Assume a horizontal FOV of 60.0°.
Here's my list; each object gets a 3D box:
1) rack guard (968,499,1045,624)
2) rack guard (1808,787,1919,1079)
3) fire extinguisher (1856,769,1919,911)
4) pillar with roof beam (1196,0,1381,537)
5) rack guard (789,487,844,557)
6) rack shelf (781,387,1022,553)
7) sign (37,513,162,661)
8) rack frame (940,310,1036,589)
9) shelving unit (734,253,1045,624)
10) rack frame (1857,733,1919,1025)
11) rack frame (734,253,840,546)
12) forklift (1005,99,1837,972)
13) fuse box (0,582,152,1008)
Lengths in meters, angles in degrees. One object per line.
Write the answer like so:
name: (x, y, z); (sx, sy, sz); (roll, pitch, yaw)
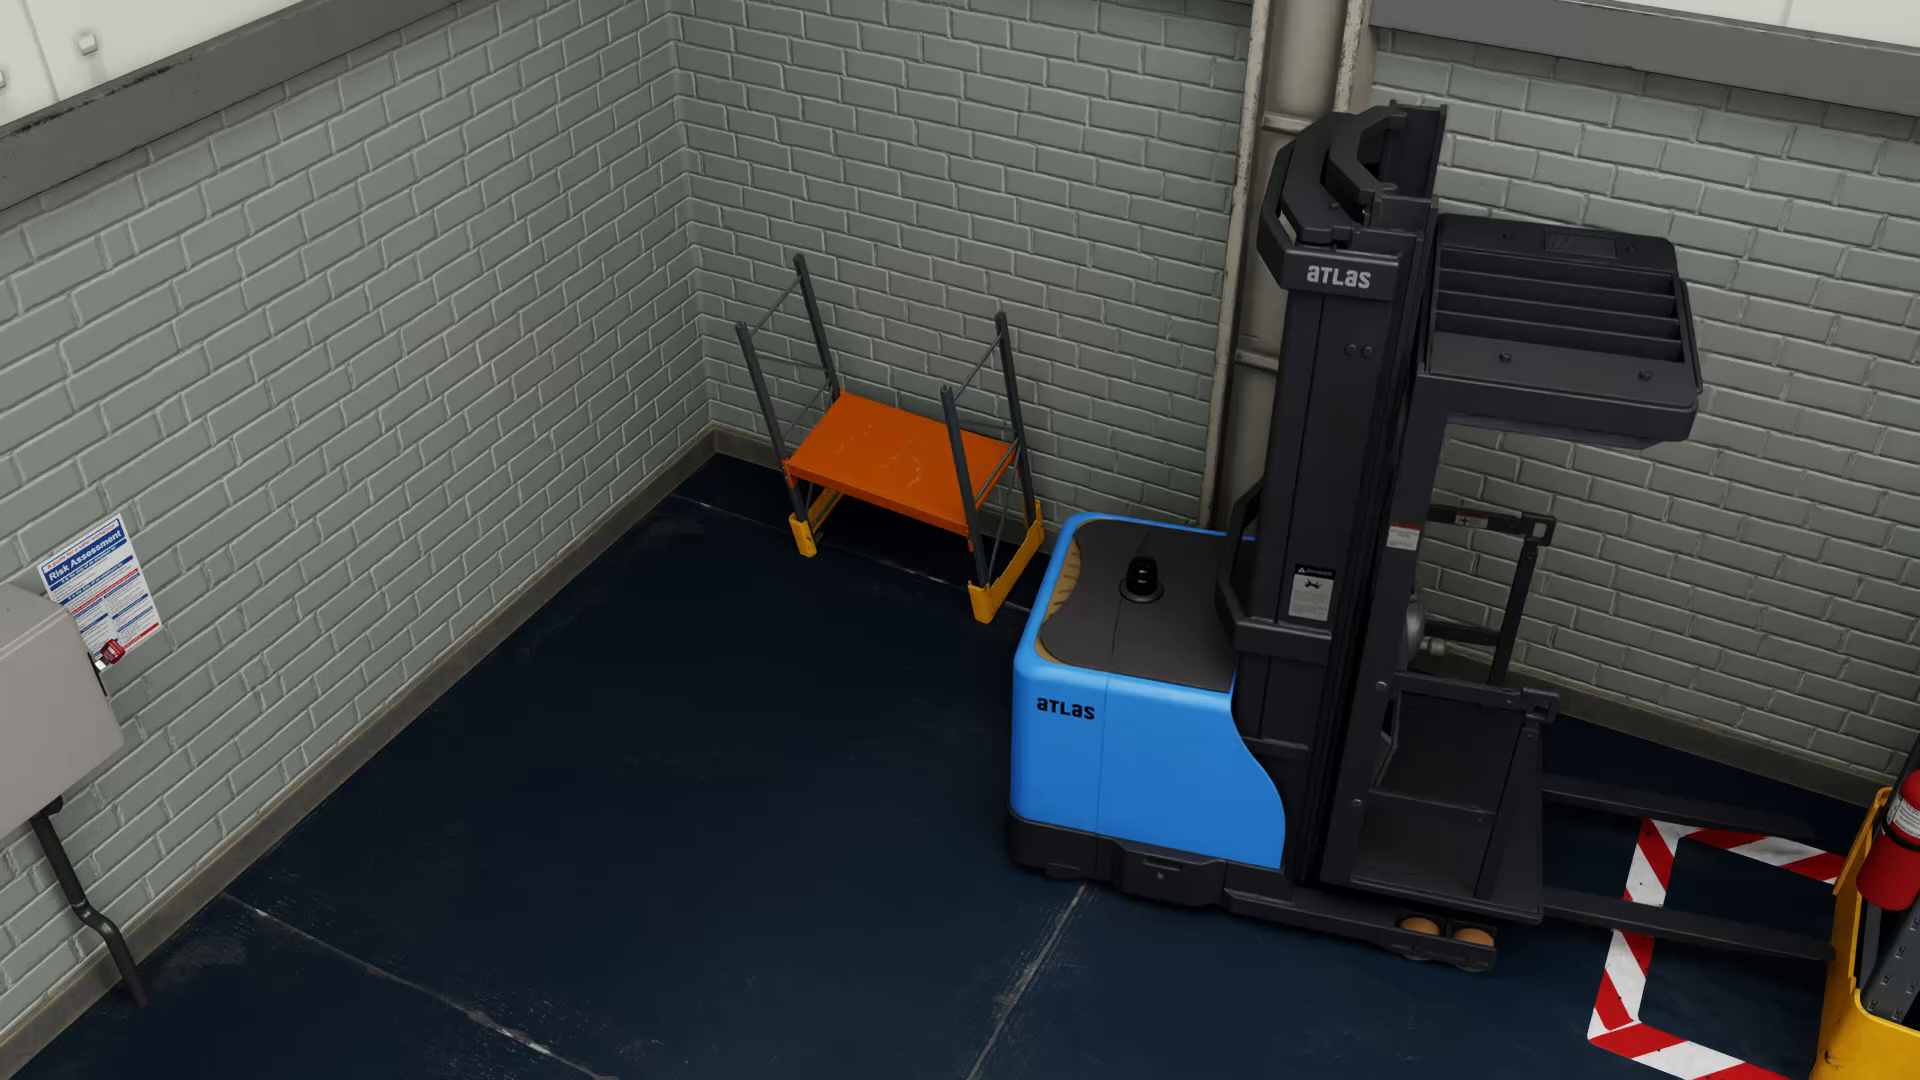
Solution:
rack guard: (0.223, 0.094, 7.815); (0.087, 0.250, 0.587); (20, 57, 24)
rack guard: (3.331, 1.472, 5.917); (0.348, 0.500, 1.175); (17, 41, 21)
fire extinguisher: (2.920, 0.842, 5.052); (0.183, 0.674, 0.296); (17, 41, 21)
pillar with roof beam: (-0.696, -0.857, 1.956); (0.400, 9.000, 9.100); (17, 41, 21)
rack guard: (-0.634, -0.210, 8.220); (0.087, 0.250, 0.587); (20, 57, 24)
rack shelf: (-0.258, -0.337, 7.674); (1.000, 0.185, 0.538); (20, 57, 24)
sign: (-2.895, 0.194, 5.612); (0.001, 0.494, 0.329); (17, 41, 21)
rack frame: (0.155, -0.295, 7.330); (0.032, 1.500, 0.500); (20, 57, 24)
shelving unit: (-0.290, -0.453, 7.540); (1.083, 1.500, 0.587); (20, 57, 24)
rack frame: (3.263, 0.455, 5.189); (0.127, 3.000, 1.000); (17, 41, 21)
rack frame: (-0.720, -0.606, 7.743); (0.032, 1.500, 0.500); (20, 57, 24)
forklift: (1.753, 0.073, 5.749); (3.031, 2.935, 1.130); (9, 38, 12)
fuse box: (-2.938, 0.992, 5.548); (0.414, 1.711, 0.539); (17, 41, 21)
